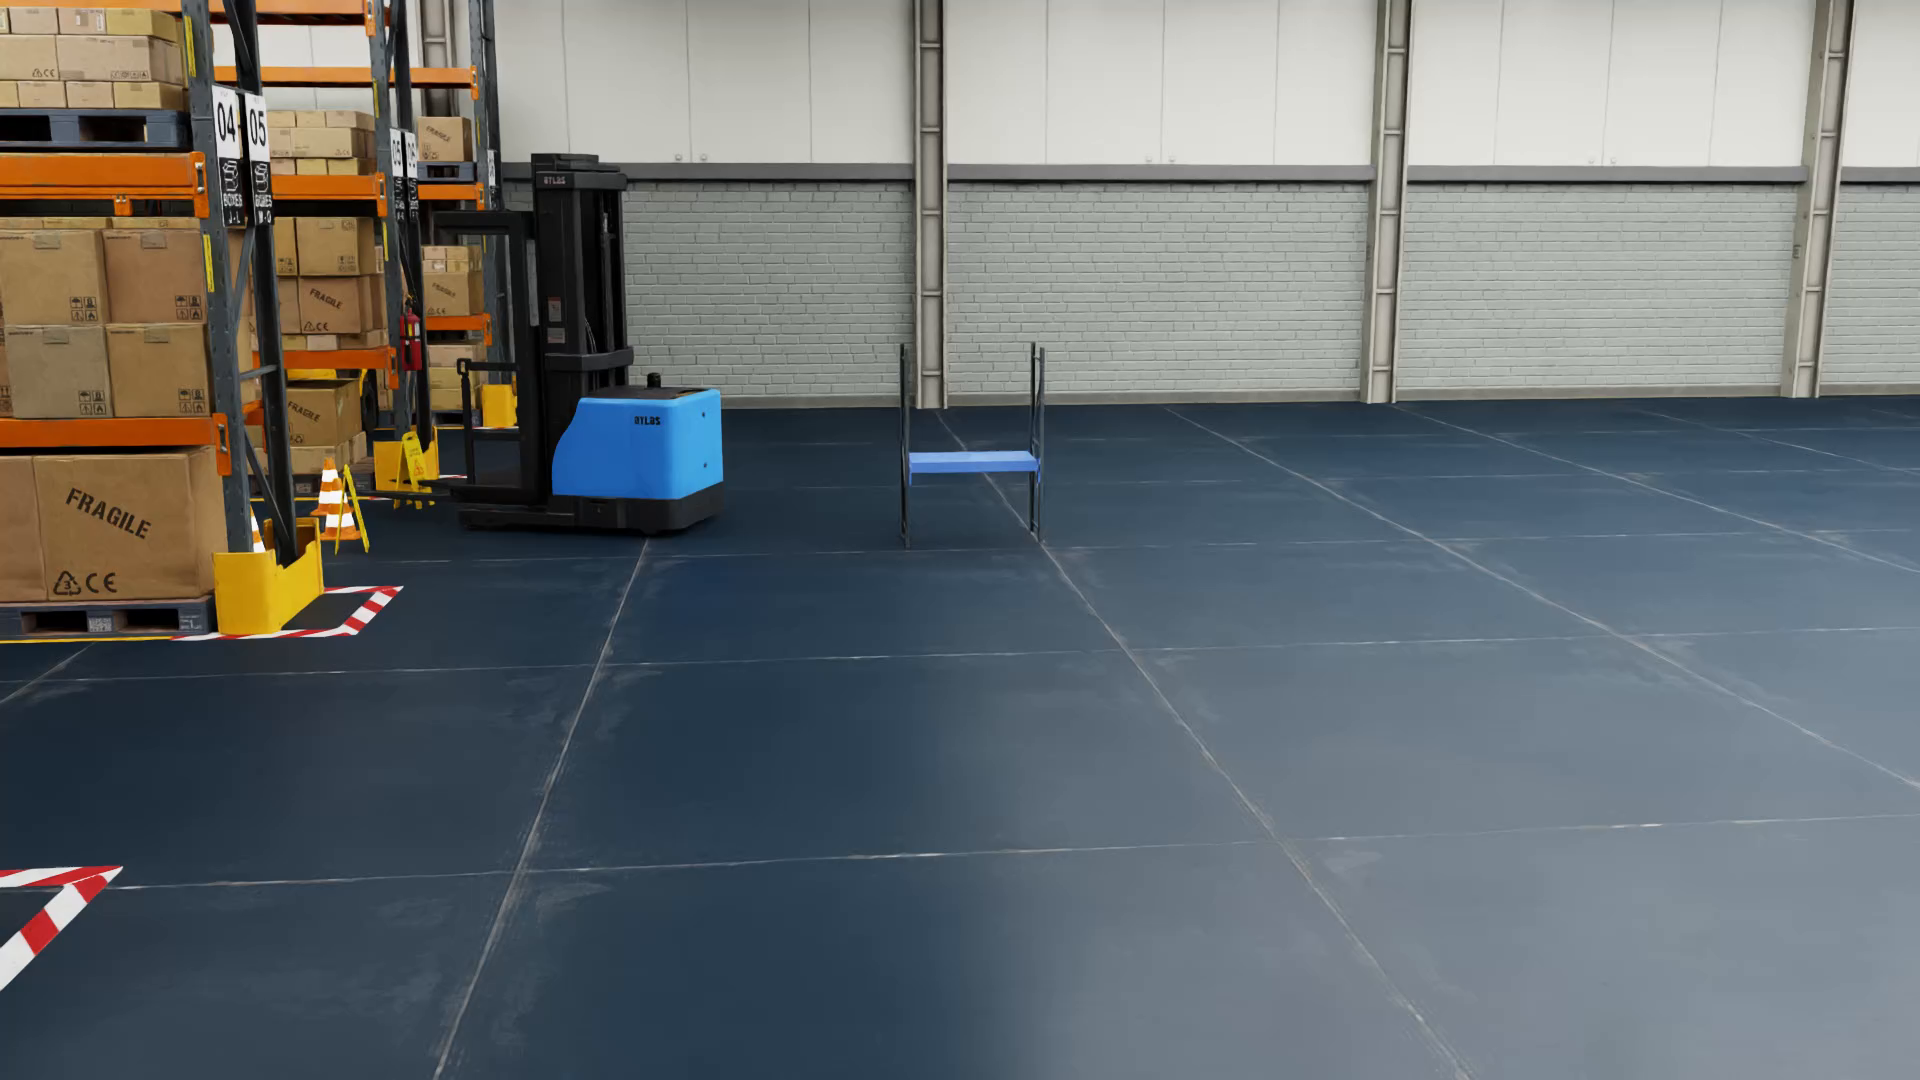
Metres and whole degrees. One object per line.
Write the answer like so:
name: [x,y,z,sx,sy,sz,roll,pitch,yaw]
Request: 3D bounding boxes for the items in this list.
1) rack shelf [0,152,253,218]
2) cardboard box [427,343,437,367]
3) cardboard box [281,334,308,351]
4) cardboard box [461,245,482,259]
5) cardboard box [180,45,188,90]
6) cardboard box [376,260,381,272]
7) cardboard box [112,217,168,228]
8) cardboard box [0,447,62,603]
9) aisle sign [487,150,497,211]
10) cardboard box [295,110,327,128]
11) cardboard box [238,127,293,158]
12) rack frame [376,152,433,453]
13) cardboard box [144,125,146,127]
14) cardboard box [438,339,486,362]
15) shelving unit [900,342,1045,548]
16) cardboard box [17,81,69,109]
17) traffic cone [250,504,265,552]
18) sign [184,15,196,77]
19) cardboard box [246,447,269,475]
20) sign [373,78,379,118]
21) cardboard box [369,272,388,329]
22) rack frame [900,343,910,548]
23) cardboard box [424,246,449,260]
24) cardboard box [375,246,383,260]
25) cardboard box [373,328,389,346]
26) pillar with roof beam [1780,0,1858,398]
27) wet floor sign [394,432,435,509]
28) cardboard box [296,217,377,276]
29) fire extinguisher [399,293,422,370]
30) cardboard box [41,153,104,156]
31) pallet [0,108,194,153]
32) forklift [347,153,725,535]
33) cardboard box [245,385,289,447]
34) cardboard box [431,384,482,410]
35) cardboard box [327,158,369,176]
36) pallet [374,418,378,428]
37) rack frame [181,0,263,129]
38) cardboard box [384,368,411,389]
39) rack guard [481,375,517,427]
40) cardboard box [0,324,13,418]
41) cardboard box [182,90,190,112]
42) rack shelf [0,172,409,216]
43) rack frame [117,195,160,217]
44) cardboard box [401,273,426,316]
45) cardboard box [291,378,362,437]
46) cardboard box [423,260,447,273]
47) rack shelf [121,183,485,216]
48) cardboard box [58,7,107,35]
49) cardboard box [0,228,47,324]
rack shelf: [-6.362,-2.092,9.820,4.000,0.370,1.077,-1,11,-6]
cardboard box: [-6.480,-2.180,19.627,0.500,0.250,0.500,-1,11,-5]
cardboard box: [-5.855,-1.762,14.705,0.250,0.149,0.380,-1,11,-7]
cardboard box: [-5.906,-3.461,19.984,0.250,0.149,0.380,-1,11,-7]
cardboard box: [-4.881,-2.853,10.098,0.500,0.250,0.500,-1,11,-6]
cardboard box: [-6.886,-3.198,19.416,0.250,0.149,0.380,-2,11,-8]
cardboard box: [-7.004,-2.572,14.550,0.500,0.500,0.700,-1,11,-6]
cardboard box: [-5.915,-0.132,10.185,0.875,0.875,0.875,-1,11,-7]
aisle sign: [-5.452,-4.134,19.381,0.004,0.787,0.394,-1,11,-6]
cardboard box: [-5.574,-3.640,14.414,0.250,0.149,0.380,-1,11,-5]
cardboard box: [-5.990,-3.436,14.410,0.500,0.250,0.500,-1,11,-7]
rack frame: [-5.009,-1.962,15.070,0.127,3.000,1.000,-1,11,-6]
cardboard box: [-6.834,-3.599,14.209,0.250,0.149,0.380,-1,11,-5]
cardboard box: [-6.047,-2.287,20.174,0.500,0.250,0.500,-1,11,-7]
shelving unit: [0.085,-0.738,12.732,1.048,1.500,0.538,-1,11,-6]
cardboard box: [-5.174,-2.536,9.517,0.250,0.149,0.380,-1,11,-5]
traffic cone: [-5.055,-0.031,11.826,0.334,0.463,0.336,-1,11,-6]
sign: [-4.329,-2.778,9.354,0.005,0.325,0.100,-1,11,-6]
cardboard box: [-6.299,-0.741,14.899,0.500,0.250,0.500,-1,11,-6]
sign: [-4.969,-3.761,14.152,0.005,0.325,0.100,-1,11,-6]
cardboard box: [-5.510,-2.200,15.252,0.500,0.500,0.500,-1,11,-7]
rack frame: [-0.421,-0.727,12.679,0.032,1.500,0.500,-1,11,-6]
cardboard box: [-6.124,-3.368,19.511,0.250,0.149,0.380,-1,11,-6]
cardboard box: [-6.883,-3.339,19.367,0.250,0.149,0.380,-1,11,-5]
cardboard box: [-5.369,-1.871,15.260,0.250,0.149,0.380,-1,11,-6]
pillar with roof beam: [12.022,-5.565,17.846,0.400,9.000,9.100,-1,11,-6]
wet floor sign: [-4.704,-0.605,14.274,0.232,0.644,0.267,3,11,14]
cardboard box: [-5.493,-2.595,14.668,0.500,0.500,0.700,-1,11,-7]
fire extinguisher: [-4.845,-1.838,14.640,0.183,0.674,0.296,-1,11,-6]
cardboard box: [-7.507,-3.400,14.226,0.500,0.250,0.500,-1,11,-6]
pallet: [-5.110,-2.425,9.883,1.213,0.211,1.003,-1,11,-6]
forklift: [-3.520,-1.610,13.459,3.031,2.935,1.130,3,11,14]
cardboard box: [-6.296,-1.108,14.825,0.500,0.500,0.500,-1,11,-4]
cardboard box: [-5.982,-1.700,19.778,0.500,0.250,0.500,-1,11,-6]
cardboard box: [-5.333,-3.249,14.494,0.250,0.149,0.380,-1,11,-6]
pallet: [-7.514,-1.496,19.933,1.213,0.211,1.003,-1,11,-6]
rack frame: [-4.374,-3.958,9.673,0.127,3.000,1.000,-1,11,-6]
cardboard box: [-6.498,-1.937,19.689,0.500,0.250,0.500,-1,11,-7]
rack guard: [-5.525,-1.687,20.155,0.348,0.500,1.175,-1,11,-6]
cardboard box: [-5.852,-1.068,10.138,0.550,0.550,0.875,-1,11,-6]
cardboard box: [-4.749,-2.672,10.213,0.250,0.149,0.380,-1,11,-6]
rack shelf: [-6.997,-3.039,14.638,4.000,0.370,1.077,-1,11,-6]
rack frame: [-9.525,-2.830,19.488,0.127,3.000,1.000,-1,11,-6]
cardboard box: [-6.526,-2.893,19.548,0.500,0.500,0.500,-1,11,-4]
cardboard box: [-5.864,-1.222,15.404,0.500,0.500,0.500,-2,11,-8]
cardboard box: [-6.114,-3.209,19.473,0.250,0.149,0.380,-1,11,-5]
rack shelf: [-7.537,-3.991,19.480,4.000,0.370,1.077,-1,11,-6]
cardboard box: [-4.920,-2.932,9.468,0.250,0.149,0.380,-1,11,-6]
cardboard box: [-5.855,-1.603,10.057,0.550,0.550,0.875,-1,11,-6]
